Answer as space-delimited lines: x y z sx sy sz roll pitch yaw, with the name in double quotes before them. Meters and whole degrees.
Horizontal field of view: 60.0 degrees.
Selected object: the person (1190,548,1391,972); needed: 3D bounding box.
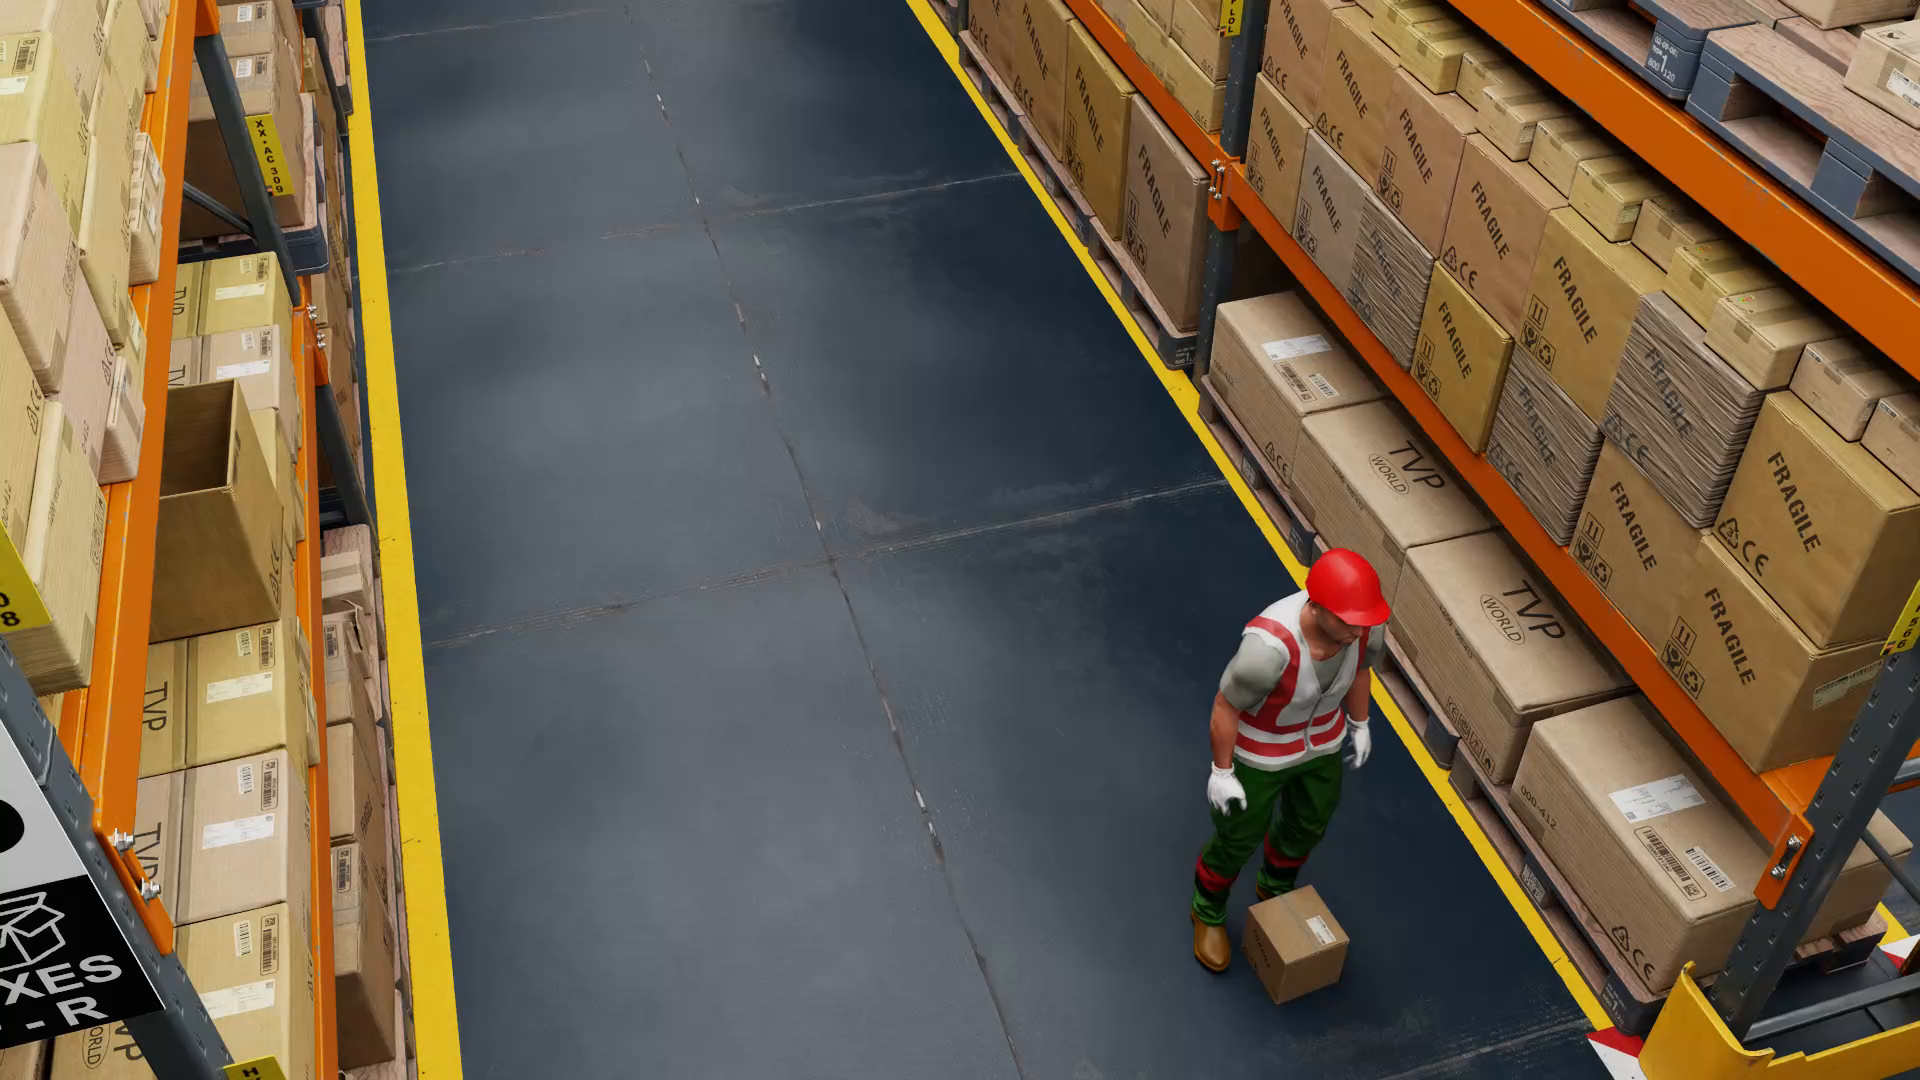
"person" 1.071 0.687 5.382 0.619 1.779 0.450 -16 44 -17
